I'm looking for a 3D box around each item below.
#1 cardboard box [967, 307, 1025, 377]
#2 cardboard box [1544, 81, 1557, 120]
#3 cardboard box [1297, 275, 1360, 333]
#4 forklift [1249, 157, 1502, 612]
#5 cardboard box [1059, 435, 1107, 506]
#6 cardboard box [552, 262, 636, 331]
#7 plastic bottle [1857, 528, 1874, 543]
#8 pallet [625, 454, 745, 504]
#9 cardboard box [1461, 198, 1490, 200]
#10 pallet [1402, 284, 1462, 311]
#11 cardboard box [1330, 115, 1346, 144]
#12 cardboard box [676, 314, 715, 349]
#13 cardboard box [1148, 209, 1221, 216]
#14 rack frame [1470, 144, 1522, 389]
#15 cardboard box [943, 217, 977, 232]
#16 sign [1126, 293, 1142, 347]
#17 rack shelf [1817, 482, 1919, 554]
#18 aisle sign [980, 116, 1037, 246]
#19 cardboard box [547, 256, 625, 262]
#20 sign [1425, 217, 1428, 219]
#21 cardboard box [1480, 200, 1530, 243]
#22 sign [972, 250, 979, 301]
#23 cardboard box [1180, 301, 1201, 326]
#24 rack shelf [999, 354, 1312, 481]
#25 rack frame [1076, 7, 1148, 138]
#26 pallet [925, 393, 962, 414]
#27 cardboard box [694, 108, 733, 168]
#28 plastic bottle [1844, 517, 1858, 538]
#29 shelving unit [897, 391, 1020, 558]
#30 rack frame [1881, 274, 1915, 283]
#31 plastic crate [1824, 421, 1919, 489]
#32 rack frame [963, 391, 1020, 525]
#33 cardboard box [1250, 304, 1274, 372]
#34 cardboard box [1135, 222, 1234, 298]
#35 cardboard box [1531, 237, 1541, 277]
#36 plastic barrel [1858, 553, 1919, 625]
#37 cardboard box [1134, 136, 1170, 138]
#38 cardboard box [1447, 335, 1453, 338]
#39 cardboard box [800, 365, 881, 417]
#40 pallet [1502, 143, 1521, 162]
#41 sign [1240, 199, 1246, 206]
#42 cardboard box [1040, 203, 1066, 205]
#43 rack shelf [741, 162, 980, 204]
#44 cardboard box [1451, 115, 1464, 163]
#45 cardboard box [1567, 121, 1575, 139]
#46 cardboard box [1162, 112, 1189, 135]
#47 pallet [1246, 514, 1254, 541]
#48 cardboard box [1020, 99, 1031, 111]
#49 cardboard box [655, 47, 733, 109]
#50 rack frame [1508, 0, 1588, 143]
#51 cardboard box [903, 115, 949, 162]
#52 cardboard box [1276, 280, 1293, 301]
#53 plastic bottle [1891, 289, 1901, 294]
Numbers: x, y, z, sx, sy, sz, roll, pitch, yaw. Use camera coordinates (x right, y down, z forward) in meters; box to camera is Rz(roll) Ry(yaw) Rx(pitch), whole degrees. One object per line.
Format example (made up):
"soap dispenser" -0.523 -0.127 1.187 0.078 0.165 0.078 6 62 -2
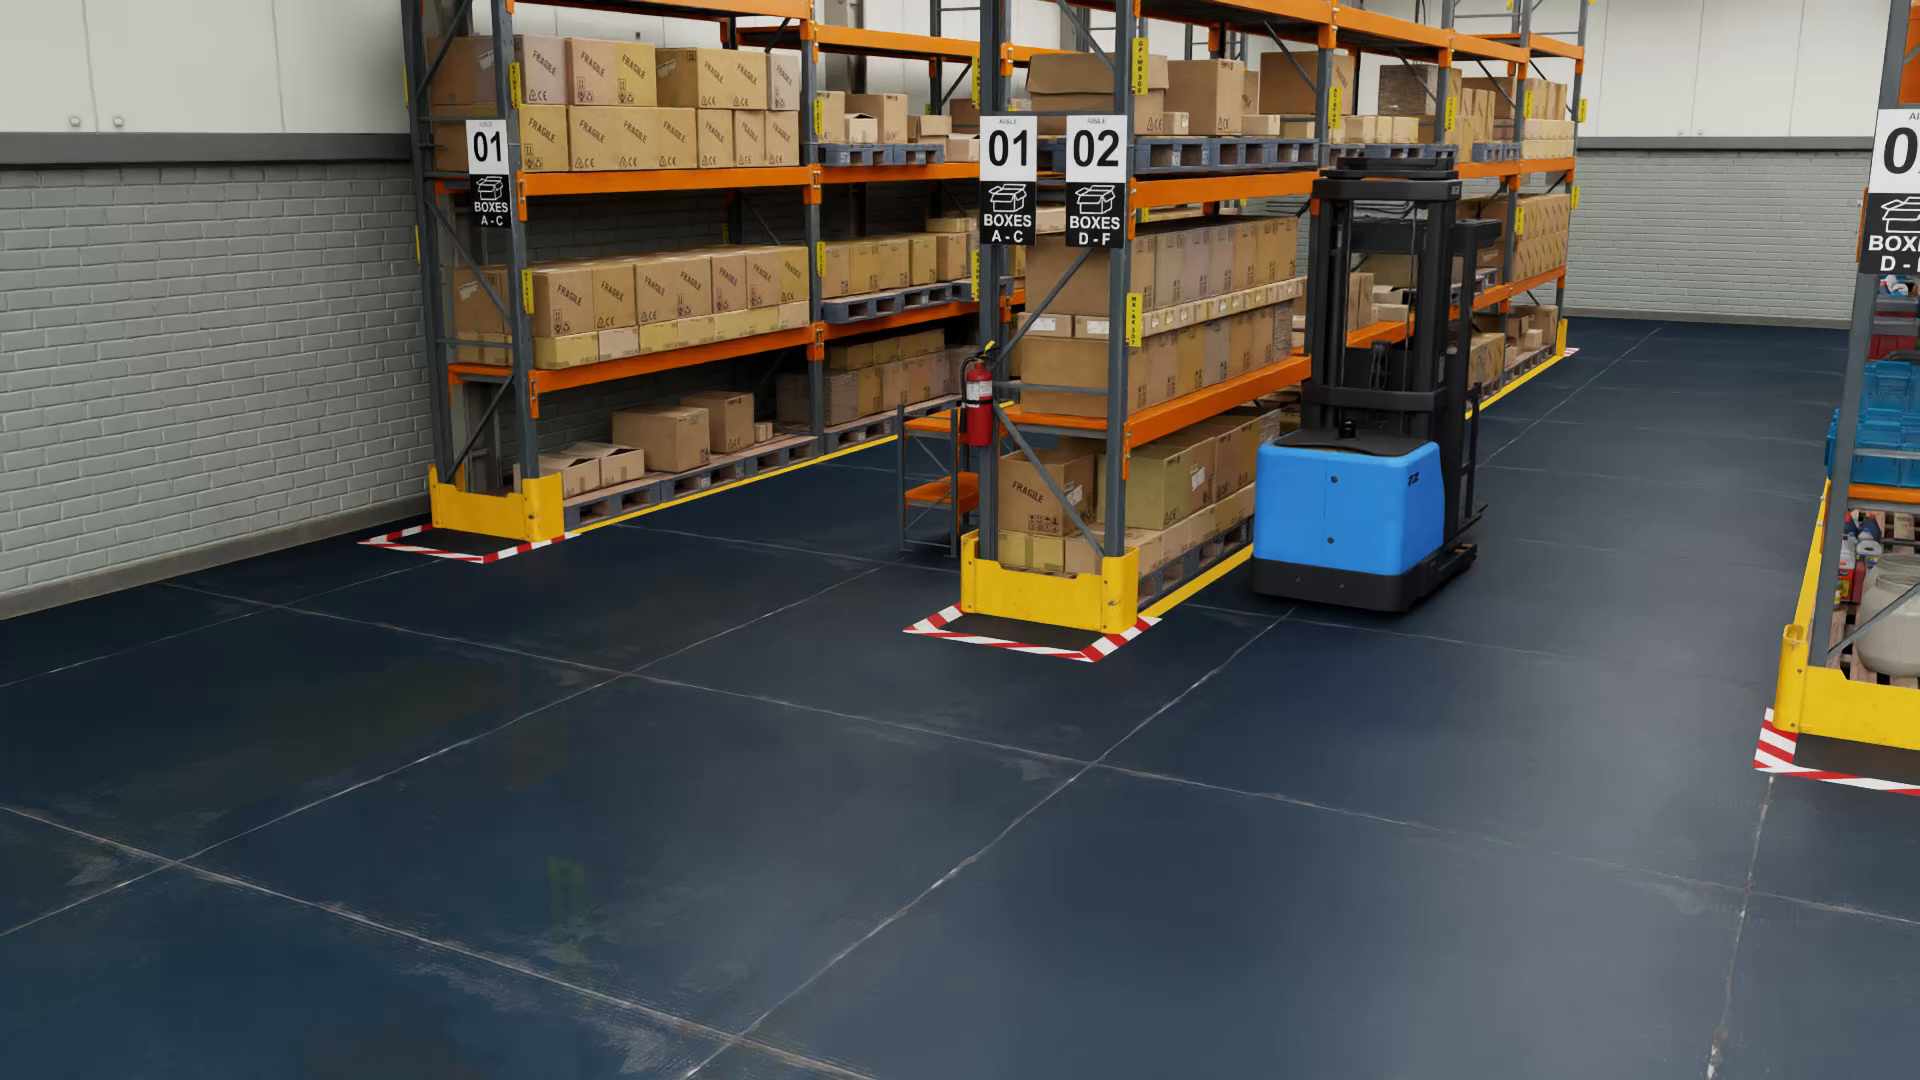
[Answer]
"cardboard box" 0.588 -2.458 20.520 0.750 0.750 0.750 7 15 27
"cardboard box" 7.625 -5.922 22.449 0.700 0.500 0.500 7 15 28
"cardboard box" 3.404 -2.197 15.533 0.500 0.500 0.500 7 15 28
"forklift" 3.161 -1.246 11.949 1.130 2.935 3.031 8 16 30
"cardboard box" 1.058 -0.544 12.259 0.500 0.500 0.500 7 15 28
"cardboard box" -3.008 -1.987 13.553 0.500 0.500 0.500 7 15 28
"plastic bottle" 6.138 0.055 11.289 0.097 0.271 0.097 0 14 0
"pallet" -2.699 -0.594 15.045 1.003 0.211 1.213 7 15 28
"cardboard box" 6.652 -4.196 21.692 0.500 0.500 0.500 7 15 27
"pallet" 4.722 -2.656 18.060 1.213 0.211 1.003 7 15 28
"cardboard box" 3.091 -3.610 14.629 0.500 0.250 0.500 6 15 23
"cardboard box" -2.500 -1.838 14.534 0.500 0.250 0.500 8 15 29
"cardboard box" 3.405 -4.694 25.463 0.980 0.700 0.700 7 15 28
"rack frame" 6.389 -3.423 20.832 1.000 3.000 0.127 7 15 28
"cardboard box" -0.023 -3.666 19.306 0.380 0.149 0.250 5 15 21
"sign" 1.071 -1.356 10.243 0.100 0.325 0.005 7 15 28
"rack shelf" 5.889 -0.460 10.075 1.077 0.370 4.000 7 15 28
"aisle sign" 0.299 -2.245 10.397 0.394 0.787 0.004 7 15 28
"cardboard box" -3.210 -2.152 14.239 0.500 0.500 0.500 7 15 27
"sign" 5.911 -3.904 20.979 0.100 0.325 0.005 7 15 28
"cardboard box" 6.863 -4.023 20.972 0.500 0.500 0.500 8 16 29
"sign" 0.120 -1.703 10.723 0.100 0.325 0.005 7 15 28
"cardboard box" 1.464 -1.593 11.644 0.380 0.149 0.250 7 15 26
"rack shelf" 1.555 -1.022 12.406 1.077 0.370 4.000 7 15 28
"rack frame" 2.051 -6.900 22.454 1.000 3.000 0.127 7 15 28
"pallet" -0.262 -1.647 19.415 1.003 0.211 1.213 7 15 28
"cardboard box" -2.334 -3.507 14.523 0.500 0.500 0.500 7 15 26
"plastic bottle" 6.012 0.011 11.299 0.144 0.351 0.185 7 15 26
"shelving unit" 0.003 -0.548 12.907 0.538 1.125 1.048 7 15 28
"rack frame" 10.724 -2.861 18.501 1.000 3.000 0.127 7 15 28
"plastic crate" 4.903 -0.463 8.873 0.499 0.251 0.616 7 15 28
"rack frame" 0.249 -0.653 13.340 0.500 1.125 0.032 7 15 28
"cardboard box" 2.064 -1.630 13.180 0.700 0.500 0.500 7 15 27
"cardboard box" 1.585 -2.060 12.198 0.700 0.500 0.500 7 15 28
"cardboard box" 7.363 -3.753 21.988 0.500 0.500 0.500 7 15 28
"plastic barrel" 5.416 0.360 9.554 0.421 0.512 0.421 0 14 0
"cardboard box" 2.616 -5.733 23.226 0.500 0.250 0.500 7 15 28
"cardboard box" 5.694 -2.239 20.317 0.500 0.500 0.500 8 16 29
"cardboard box" -1.269 -1.605 17.688 0.700 0.500 0.500 7 15 27
"pallet" 6.013 -4.664 19.980 1.213 0.211 1.003 7 15 28
"sign" 4.453 -5.418 26.130 0.100 0.325 0.005 7 15 28
"cardboard box" 1.354 -4.378 22.303 0.500 0.250 0.500 8 15 29
"rack shelf" -0.849 -3.861 17.783 1.077 0.370 4.000 7 15 28
"cardboard box" 4.884 -4.307 17.886 0.910 0.500 0.500 7 15 28
"cardboard box" 8.298 -5.738 23.286 0.500 0.250 0.500 7 15 28
"cardboard box" 1.311 -2.791 11.150 0.380 0.149 0.250 7 15 28
"pallet" 2.101 -0.268 13.694 1.003 0.211 1.213 7 15 28
"cardboard box" 0.512 -5.104 20.253 0.700 0.500 0.500 6 15 25
"cardboard box" -2.320 -3.989 14.391 0.500 0.500 0.500 7 15 26
"rack frame" 8.323 -7.160 23.533 1.000 3.000 0.127 7 15 28
"cardboard box" -0.590 -4.426 18.327 0.797 0.503 0.637 10 17 36
"cardboard box" 2.457 -2.015 13.395 0.380 0.149 0.250 7 15 27
"plastic bottle" 9.559 -2.432 16.996 0.097 0.271 0.097 0 14 0
